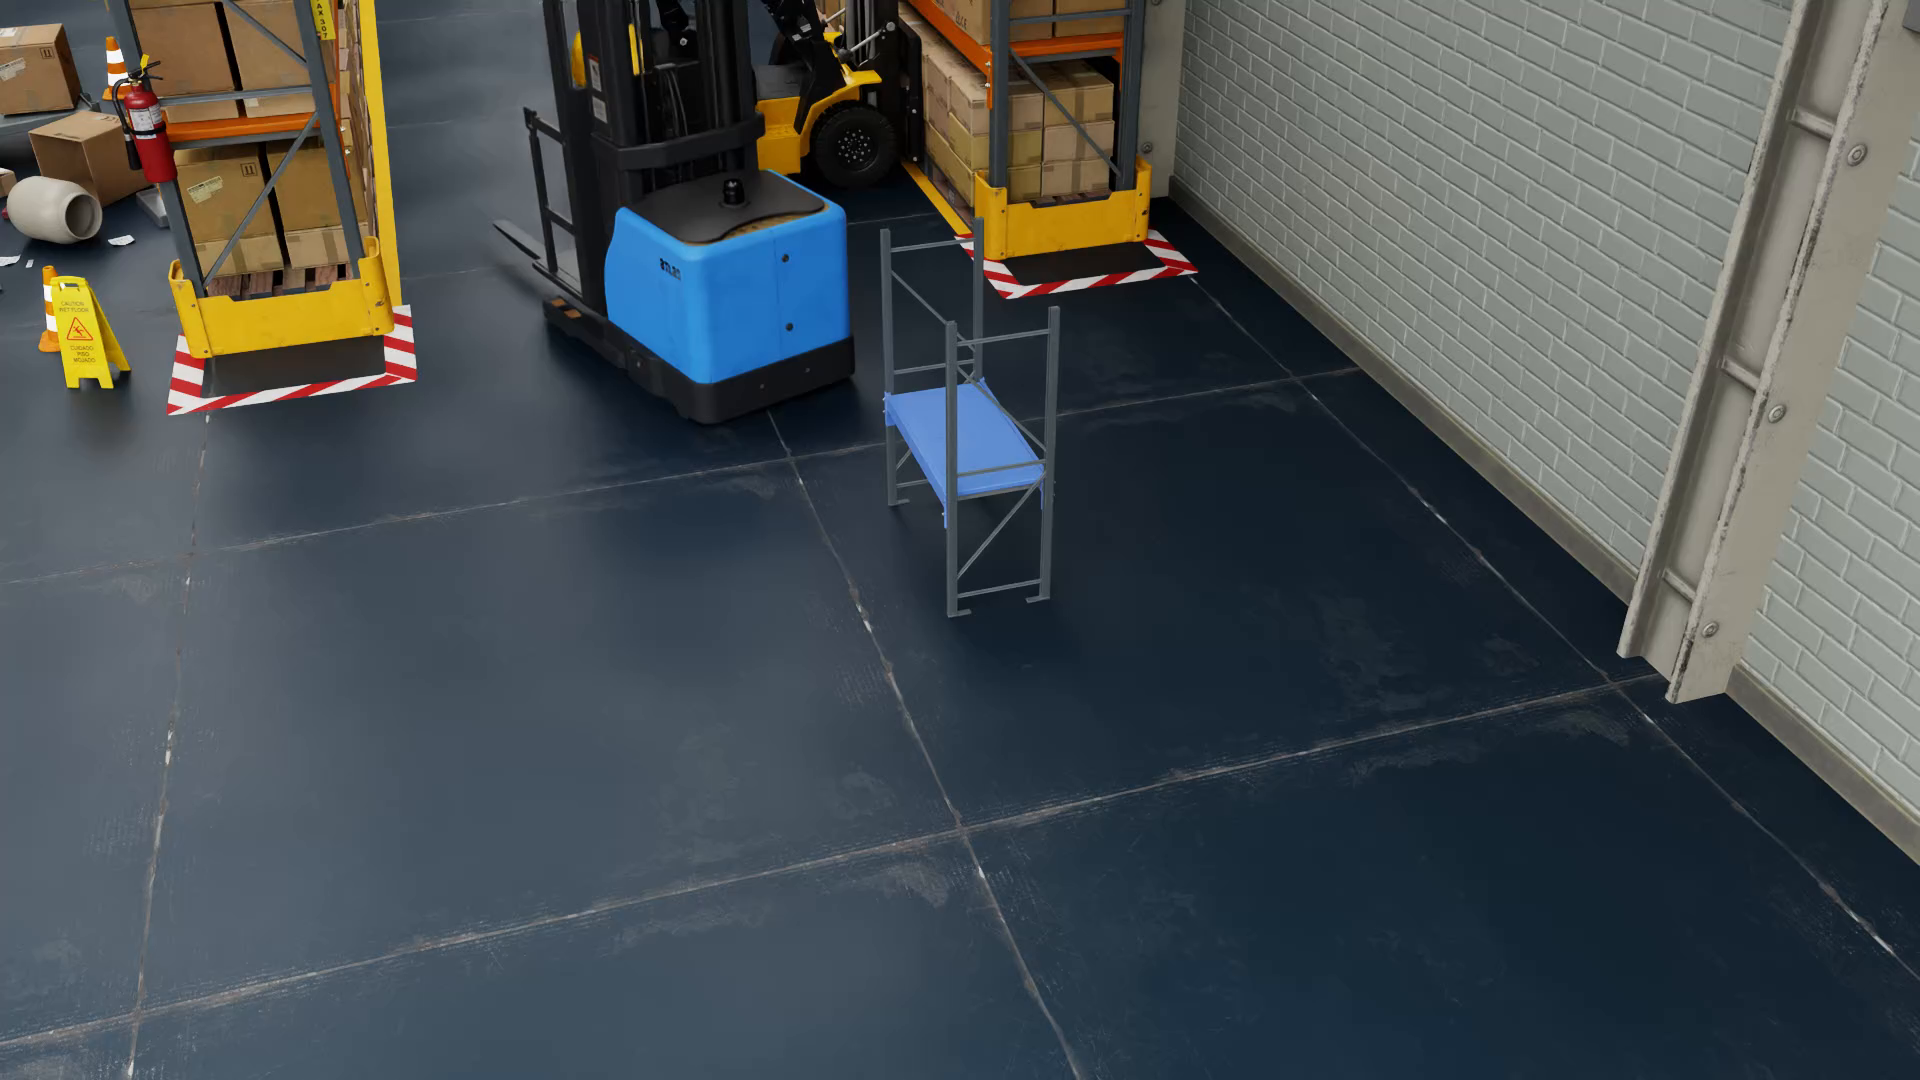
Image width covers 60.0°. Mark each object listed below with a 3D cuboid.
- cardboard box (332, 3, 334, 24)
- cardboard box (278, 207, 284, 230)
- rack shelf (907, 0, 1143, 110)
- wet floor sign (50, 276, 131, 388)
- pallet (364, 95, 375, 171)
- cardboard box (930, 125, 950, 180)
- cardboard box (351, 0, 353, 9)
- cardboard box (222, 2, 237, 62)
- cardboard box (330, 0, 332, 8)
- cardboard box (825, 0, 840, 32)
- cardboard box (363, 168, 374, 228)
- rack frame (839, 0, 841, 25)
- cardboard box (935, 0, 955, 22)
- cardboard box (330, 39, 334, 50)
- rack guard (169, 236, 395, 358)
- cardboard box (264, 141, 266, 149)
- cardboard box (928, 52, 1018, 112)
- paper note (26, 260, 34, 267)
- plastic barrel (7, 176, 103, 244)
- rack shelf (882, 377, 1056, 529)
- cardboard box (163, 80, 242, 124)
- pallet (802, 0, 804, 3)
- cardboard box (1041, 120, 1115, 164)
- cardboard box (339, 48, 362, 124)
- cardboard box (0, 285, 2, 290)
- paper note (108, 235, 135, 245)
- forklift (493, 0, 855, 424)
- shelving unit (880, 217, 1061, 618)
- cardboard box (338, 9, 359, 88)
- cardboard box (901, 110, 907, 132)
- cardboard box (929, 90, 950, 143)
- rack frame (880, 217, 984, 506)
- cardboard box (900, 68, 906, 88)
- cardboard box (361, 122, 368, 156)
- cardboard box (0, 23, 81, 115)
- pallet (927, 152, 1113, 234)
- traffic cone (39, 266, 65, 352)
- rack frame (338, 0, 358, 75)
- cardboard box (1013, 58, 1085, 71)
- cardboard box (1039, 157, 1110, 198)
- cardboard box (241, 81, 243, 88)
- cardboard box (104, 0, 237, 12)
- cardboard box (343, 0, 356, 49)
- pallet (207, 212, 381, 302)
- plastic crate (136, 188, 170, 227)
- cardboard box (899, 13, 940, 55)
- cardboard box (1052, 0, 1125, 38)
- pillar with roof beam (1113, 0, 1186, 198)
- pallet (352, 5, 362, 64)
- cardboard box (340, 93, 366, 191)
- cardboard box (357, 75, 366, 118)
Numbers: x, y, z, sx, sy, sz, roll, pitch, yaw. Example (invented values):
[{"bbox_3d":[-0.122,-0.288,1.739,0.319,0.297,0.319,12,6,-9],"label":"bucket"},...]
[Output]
[{"bbox_3d":[-4.398,-3.546,11.123,0.380,0.149,0.250,-10,35,-14],"label":"cardboard box"},{"bbox_3d":[-4.695,-2.150,10.895,0.500,0.250,0.500,-10,35,-15],"label":"cardboard box"},{"bbox_3d":[0.074,-4.056,12.319,1.077,0.370,4.000,-10,35,-15],"label":"rack shelf"},{"bbox_3d":[-5.003,-1.207,9.492,0.267,0.644,0.232,1,33,2],"label":"wet floor sign"},{"bbox_3d":[-5.023,-3.059,12.688,1.003,0.211,1.213,-10,35,-15],"label":"pallet"},{"bbox_3d":[0.098,-2.790,11.865,0.500,0.250,0.500,-10,35,-15],"label":"cardboard box"},{"bbox_3d":[-6.086,-5.064,15.195,0.950,0.372,0.625,-11,35,-16],"label":"cardboard box"},{"bbox_3d":[-4.618,-3.137,9.916,0.500,0.500,0.500,-10,35,-15],"label":"cardboard box"},{"bbox_3d":[-4.402,-3.735,10.820,0.500,0.500,0.500,-11,35,-16],"label":"cardboard box"},{"bbox_3d":[-0.705,-4.862,14.661,0.875,0.625,0.625,-8,34,-13],"label":"cardboard box"},{"bbox_3d":[-4.173,-2.236,11.027,0.500,0.250,0.500,-9,34,-13],"label":"cardboard box"},{"bbox_3d":[-0.536,-5.406,13.710,1.000,3.000,0.127,-10,35,-15],"label":"rack frame"},{"bbox_3d":[0.135,-3.836,11.243,0.500,0.500,0.500,-9,34,-13],"label":"cardboard box"},{"bbox_3d":[-4.083,-3.202,10.014,0.500,0.500,0.500,-9,35,-13],"label":"cardboard box"},{"bbox_3d":[-4.065,-1.466,10.015,1.175,0.500,0.348,-10,35,-15],"label":"rack guard"},{"bbox_3d":[-4.697,-2.460,10.685,0.500,0.500,0.500,-9,34,-13],"label":"cardboard box"},{"bbox_3d":[0.086,-3.207,11.589,0.500,0.250,0.500,-9,35,-14],"label":"cardboard box"},{"bbox_3d":[-6.160,-1.832,11.013,0.032,0.001,0.123,-10,35,-15],"label":"paper note"},{"bbox_3d":[-6.113,-2.224,11.232,0.512,0.421,0.421,13,36,18],"label":"plastic barrel"},{"bbox_3d":[0.026,-0.431,7.868,0.538,0.185,1.000,-10,35,-15],"label":"rack shelf"},{"bbox_3d":[-4.359,-2.525,9.578,0.380,0.149,0.250,-9,34,-13],"label":"cardboard box"},{"bbox_3d":[-1.173,-5.264,16.025,1.003,0.211,1.213,-10,35,-15],"label":"pallet"},{"bbox_3d":[0.739,-2.824,11.463,0.500,0.250,0.500,-9,35,-14],"label":"cardboard box"},{"bbox_3d":[-4.512,-3.110,11.669,0.500,0.500,0.500,-8,34,-12],"label":"cardboard box"},{"bbox_3d":[-6.365,-1.628,10.578,0.380,0.149,0.250,7,34,10],"label":"cardboard box"},{"bbox_3d":[-5.705,-2.043,11.314,0.142,0.019,0.148,-23,40,-31],"label":"paper note"},{"bbox_3d":[-1.909,-2.608,9.538,1.130,2.935,3.031,-23,40,-31],"label":"forklift"},{"bbox_3d":[0.026,-0.581,7.769,0.538,1.500,1.048,-10,35,-15],"label":"shelving unit"},{"bbox_3d":[-4.826,-3.645,12.478,0.500,0.500,0.500,-10,35,-15],"label":"cardboard box"},{"bbox_3d":[-0.226,-3.323,12.671,0.500,0.250,0.500,-9,34,-13],"label":"cardboard box"},{"bbox_3d":[0.096,-3.010,11.745,0.500,0.250,0.500,-10,35,-15],"label":"cardboard box"},{"bbox_3d":[-0.129,-0.848,8.173,0.500,1.500,0.032,-10,35,-15],"label":"rack frame"},{"bbox_3d":[-0.231,-3.541,12.548,0.500,0.250,0.500,-10,35,-15],"label":"cardboard box"},{"bbox_3d":[-4.503,-2.786,11.859,0.500,0.250,0.500,-9,35,-14],"label":"cardboard box"},{"bbox_3d":[-6.948,-3.527,12.447,0.500,0.500,0.500,-10,35,-15],"label":"cardboard box"},{"bbox_3d":[0.411,-2.537,11.898,1.003,0.211,1.213,-10,35,-15],"label":"pallet"},{"bbox_3d":[-5.401,-1.420,9.978,0.336,0.463,0.334,-10,35,-15],"label":"traffic cone"},{"bbox_3d":[-5.262,-4.569,12.444,1.000,3.000,0.127,-10,35,-15],"label":"rack frame"},{"bbox_3d":[0.562,-3.297,11.725,0.500,0.250,0.500,-10,35,-15],"label":"cardboard box"},{"bbox_3d":[0.721,-2.625,11.614,0.500,0.250,0.500,-10,35,-15],"label":"cardboard box"},{"bbox_3d":[-4.039,-2.708,9.855,0.380,0.149,0.250,-10,35,-14],"label":"cardboard box"},{"bbox_3d":[-4.405,-3.284,9.231,0.700,0.500,0.500,-11,35,-16],"label":"cardboard box"},{"bbox_3d":[-5.647,-4.300,14.039,0.950,0.372,0.625,-8,34,-12],"label":"cardboard box"},{"bbox_3d":[-4.279,-1.778,10.749,1.003,0.211,1.213,-10,35,-15],"label":"pallet"},{"bbox_3d":[-5.564,-2.389,11.793,0.402,0.080,0.583,-23,40,-31],"label":"plastic crate"},{"bbox_3d":[-0.225,-3.738,12.392,0.500,0.250,0.500,-11,35,-16],"label":"cardboard box"},{"bbox_3d":[0.798,-3.654,10.969,0.500,0.500,0.500,-9,34,-13],"label":"cardboard box"},{"bbox_3d":[-2.769,-5.602,8.565,9.100,9.000,0.400,-10,35,-15],"label":"pillar with roof beam"},{"bbox_3d":[-5.876,-4.456,14.802,1.003,0.211,1.213,-10,35,-15],"label":"pallet"},{"bbox_3d":[-4.196,-2.566,10.846,0.500,0.500,0.500,-11,35,-17],"label":"cardboard box"},{"bbox_3d":[-4.825,-3.332,12.685,0.500,0.250,0.500,-8,34,-13],"label":"cardboard box"}]
